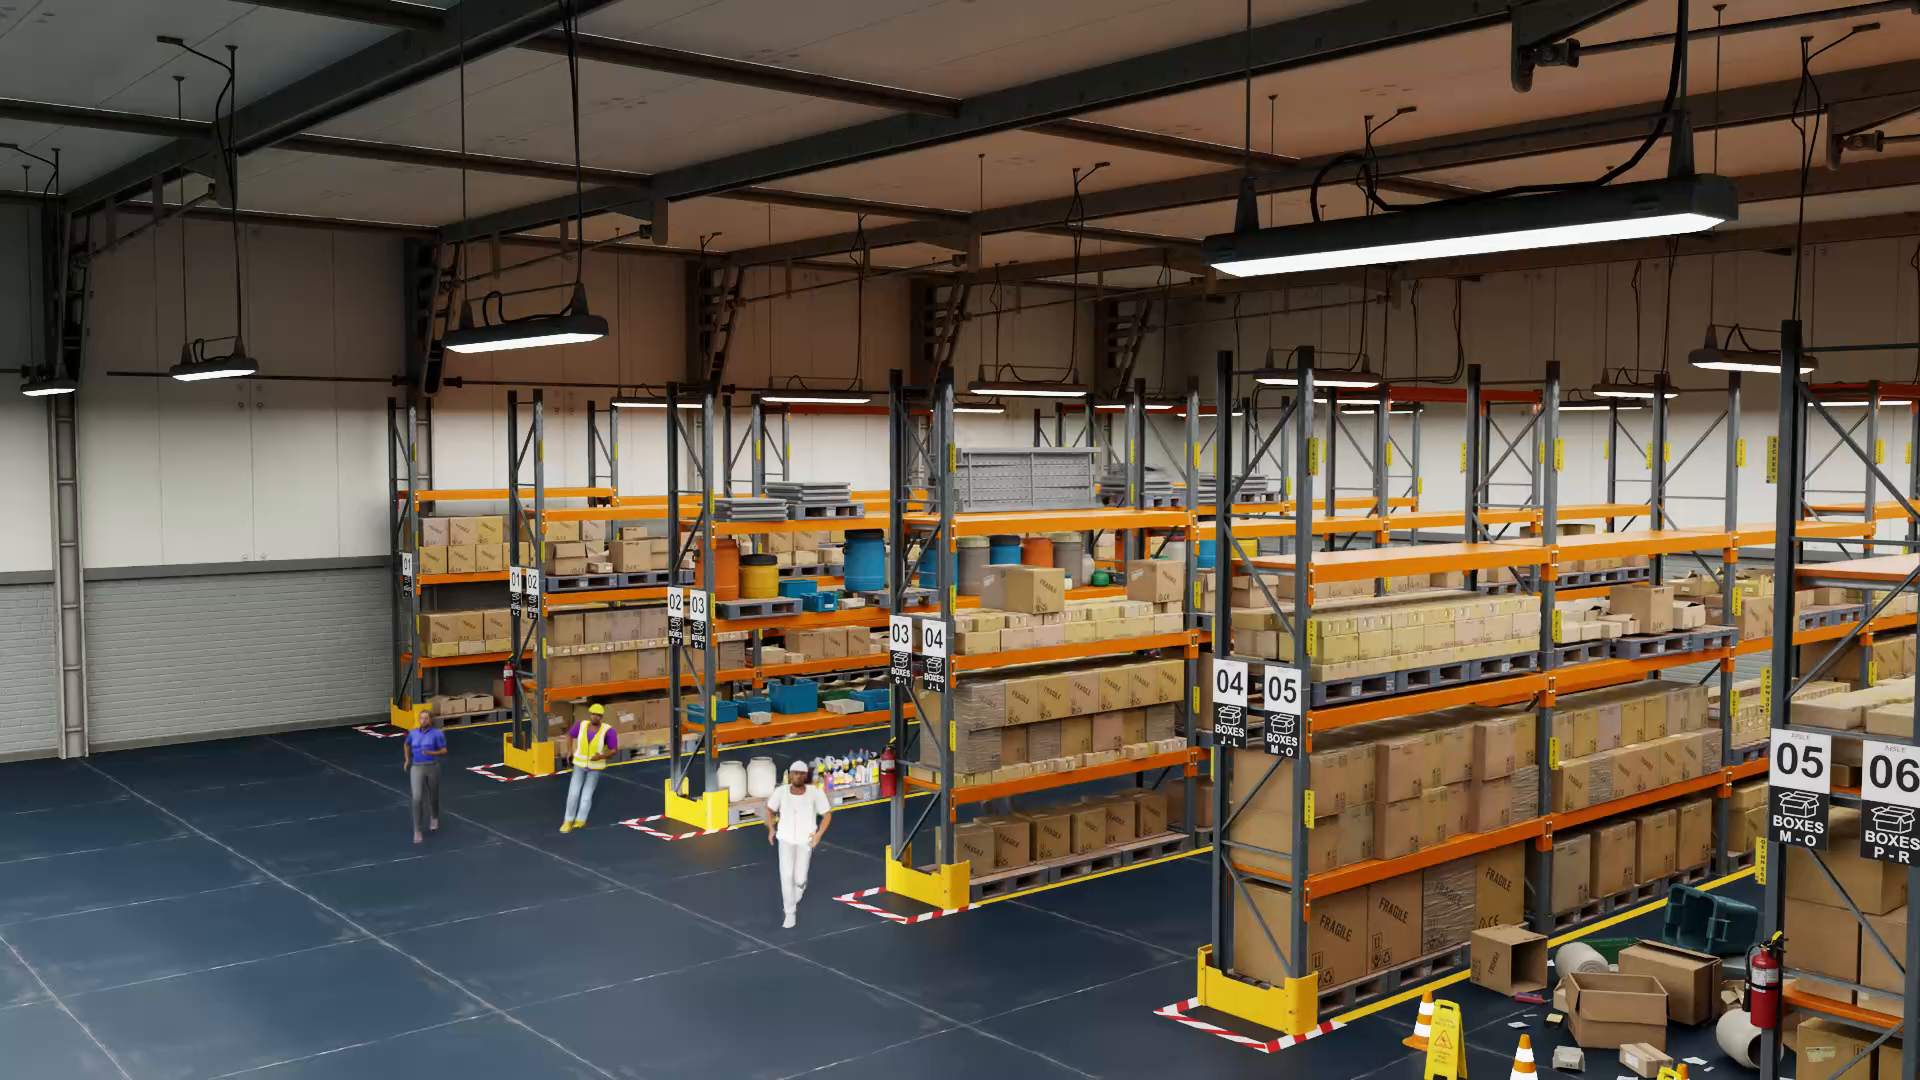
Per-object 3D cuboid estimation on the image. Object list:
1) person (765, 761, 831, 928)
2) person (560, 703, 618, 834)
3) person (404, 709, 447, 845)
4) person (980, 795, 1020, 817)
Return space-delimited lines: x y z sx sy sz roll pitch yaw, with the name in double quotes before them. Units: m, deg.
"person" -1.763 3.253 18.072 0.727 1.738 0.763 0 3 -1
"person" -4.937 3.036 22.119 0.773 1.756 0.652 0 3 -5
"person" -6.986 3.061 21.735 0.563 1.675 0.848 -1 3 -13
"person" 0.529 3.059 21.687 0.543 1.741 0.725 3 4 40
